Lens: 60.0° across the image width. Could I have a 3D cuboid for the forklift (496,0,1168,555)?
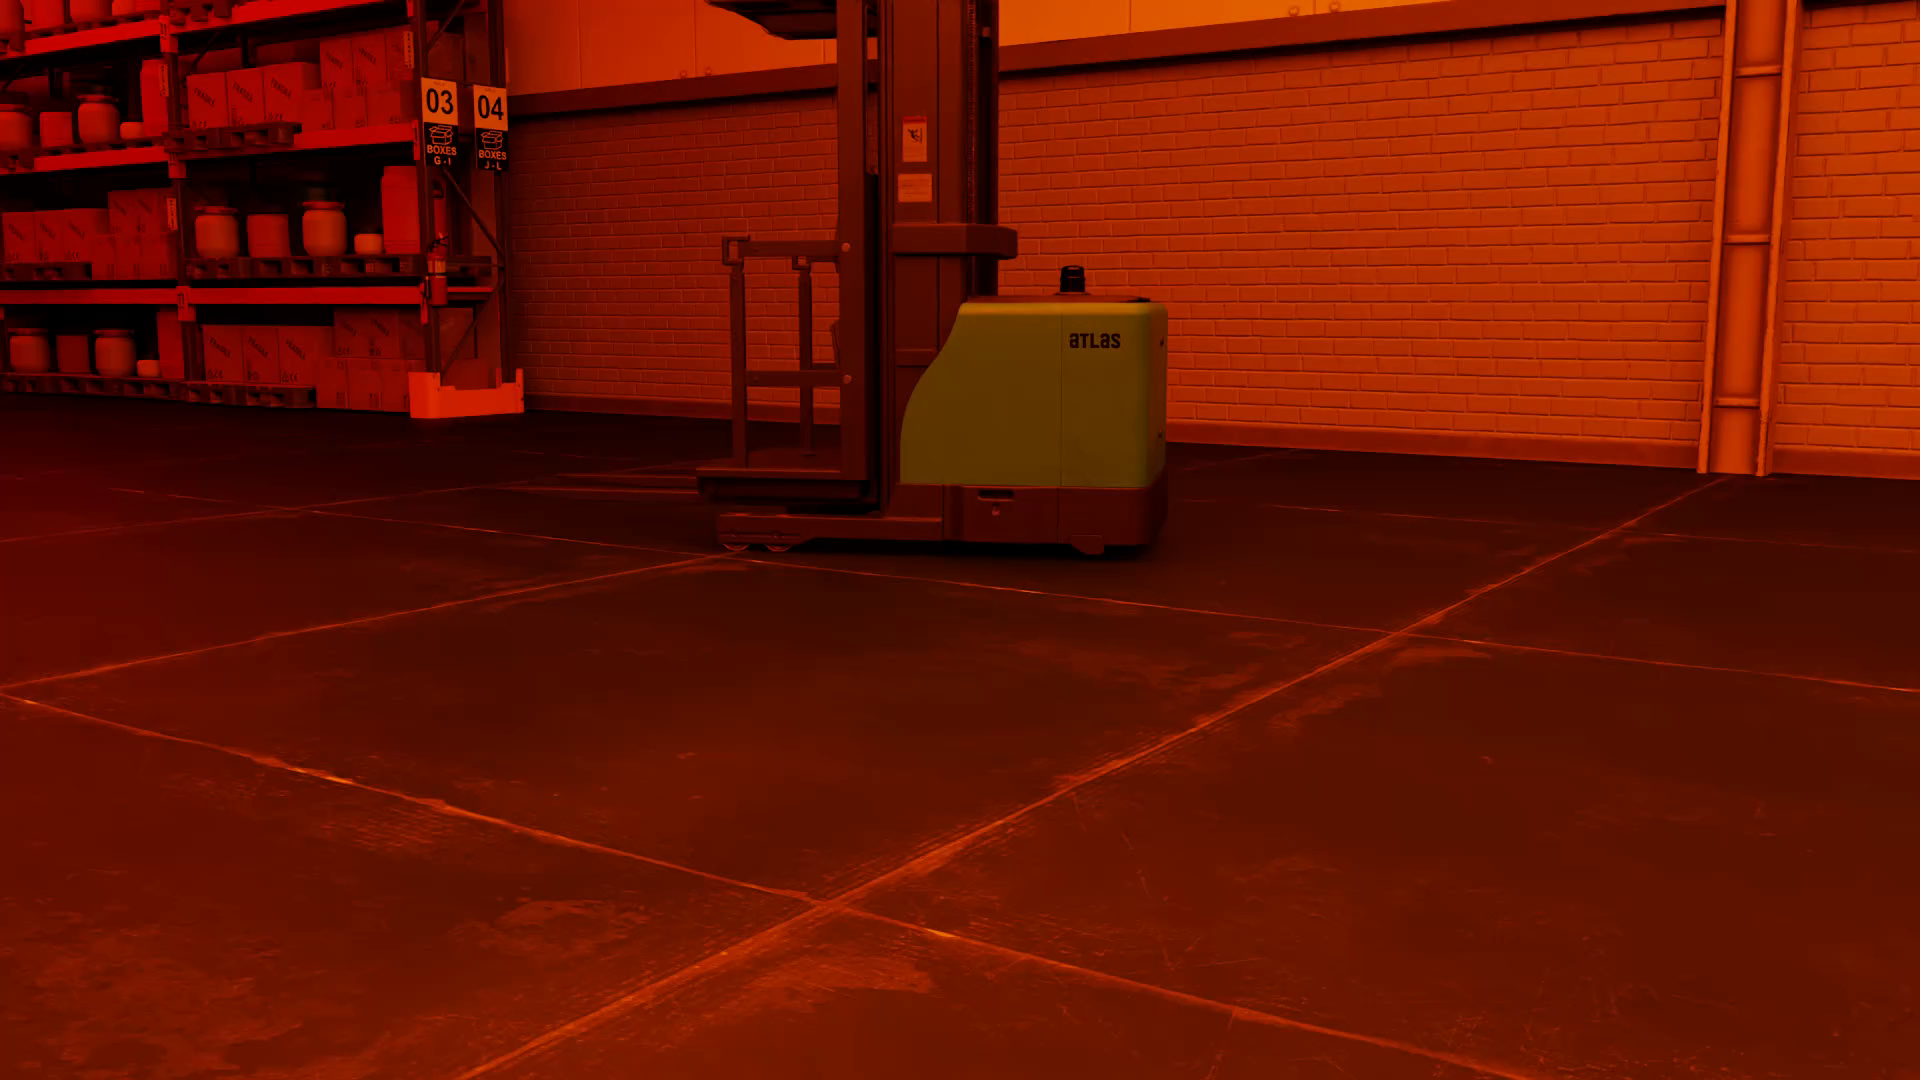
[{"bbox_3d":[-0.596,-1.469,7.520,3.031,2.935,1.130,2,8,12],"label":"forklift"}]
